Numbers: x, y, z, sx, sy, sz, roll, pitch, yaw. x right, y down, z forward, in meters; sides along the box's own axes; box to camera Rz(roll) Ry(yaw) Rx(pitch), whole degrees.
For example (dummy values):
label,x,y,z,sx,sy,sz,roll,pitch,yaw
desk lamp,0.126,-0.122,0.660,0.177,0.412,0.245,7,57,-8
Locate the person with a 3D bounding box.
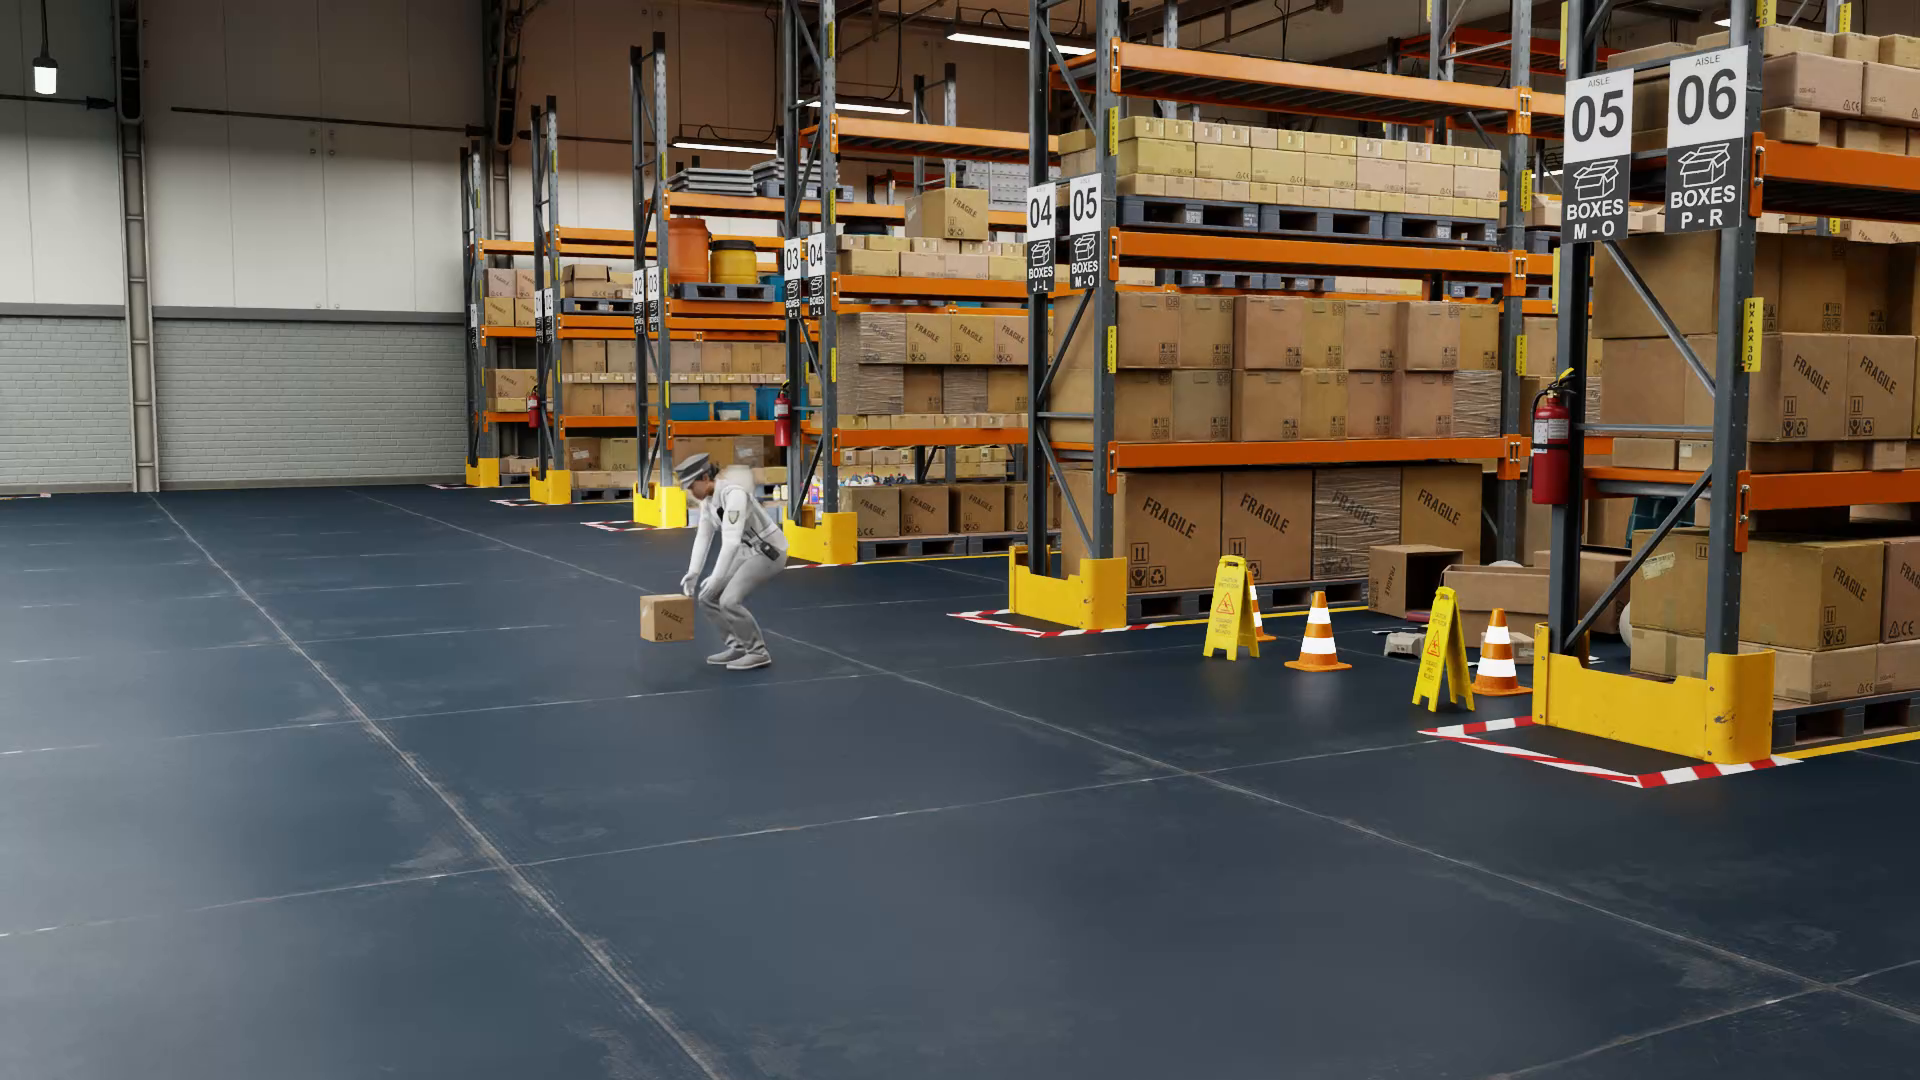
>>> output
label,x,y,z,sx,sy,sz,roll,pitch,yaw
person,-1.395,0.125,10.137,0.737,1.322,0.534,-3,6,-29
